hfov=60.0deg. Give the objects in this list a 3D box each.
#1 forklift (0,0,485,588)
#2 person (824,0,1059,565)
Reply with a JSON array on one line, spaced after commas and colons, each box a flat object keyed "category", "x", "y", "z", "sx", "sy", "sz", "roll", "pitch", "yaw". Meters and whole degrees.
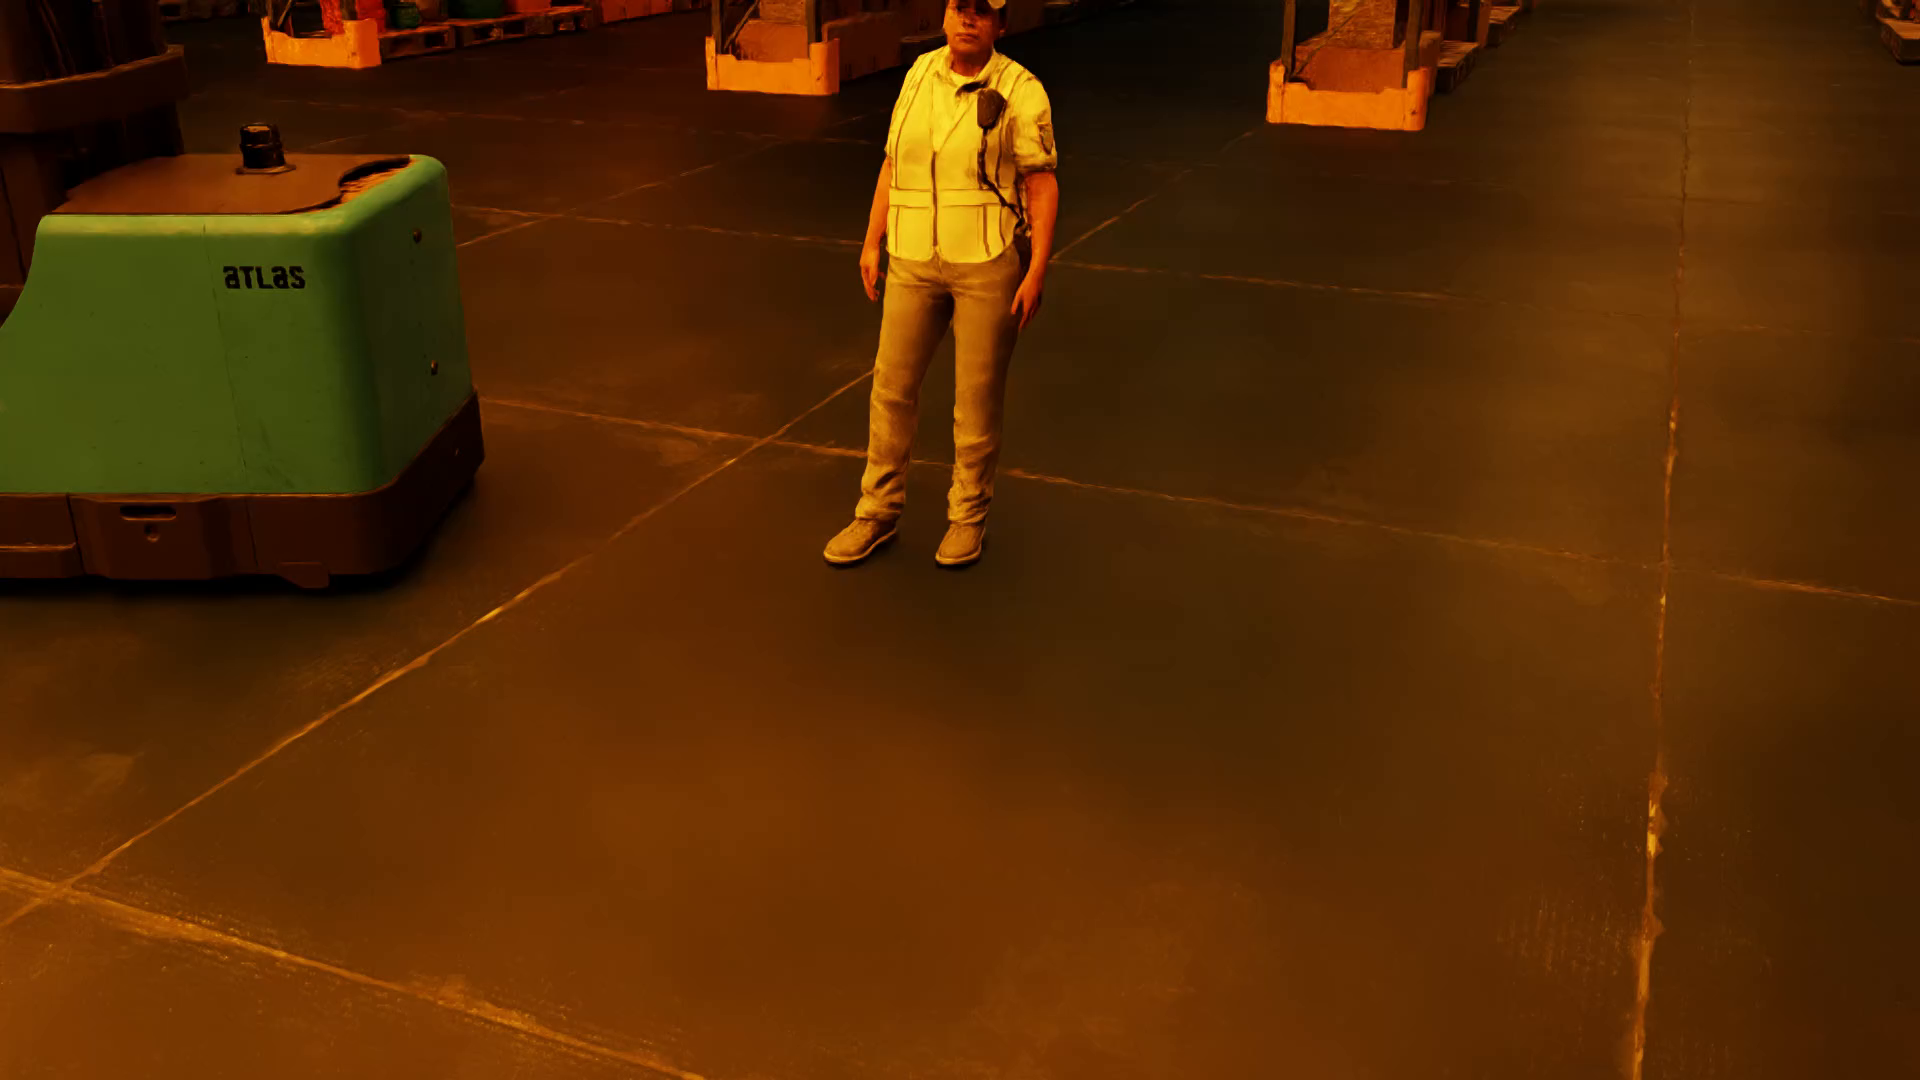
[{"category": "forklift", "x": -3.103, "y": -1.392, "z": 4.623, "sx": 3.031, "sy": 2.935, "sz": 1.130, "roll": 0, "pitch": 23, "yaw": 0}, {"category": "person", "x": -0.050, "y": -0.752, "z": 4.712, "sx": 0.598, "sy": 1.669, "sz": 0.529, "roll": 9, "pitch": 24, "yaw": 21}]
